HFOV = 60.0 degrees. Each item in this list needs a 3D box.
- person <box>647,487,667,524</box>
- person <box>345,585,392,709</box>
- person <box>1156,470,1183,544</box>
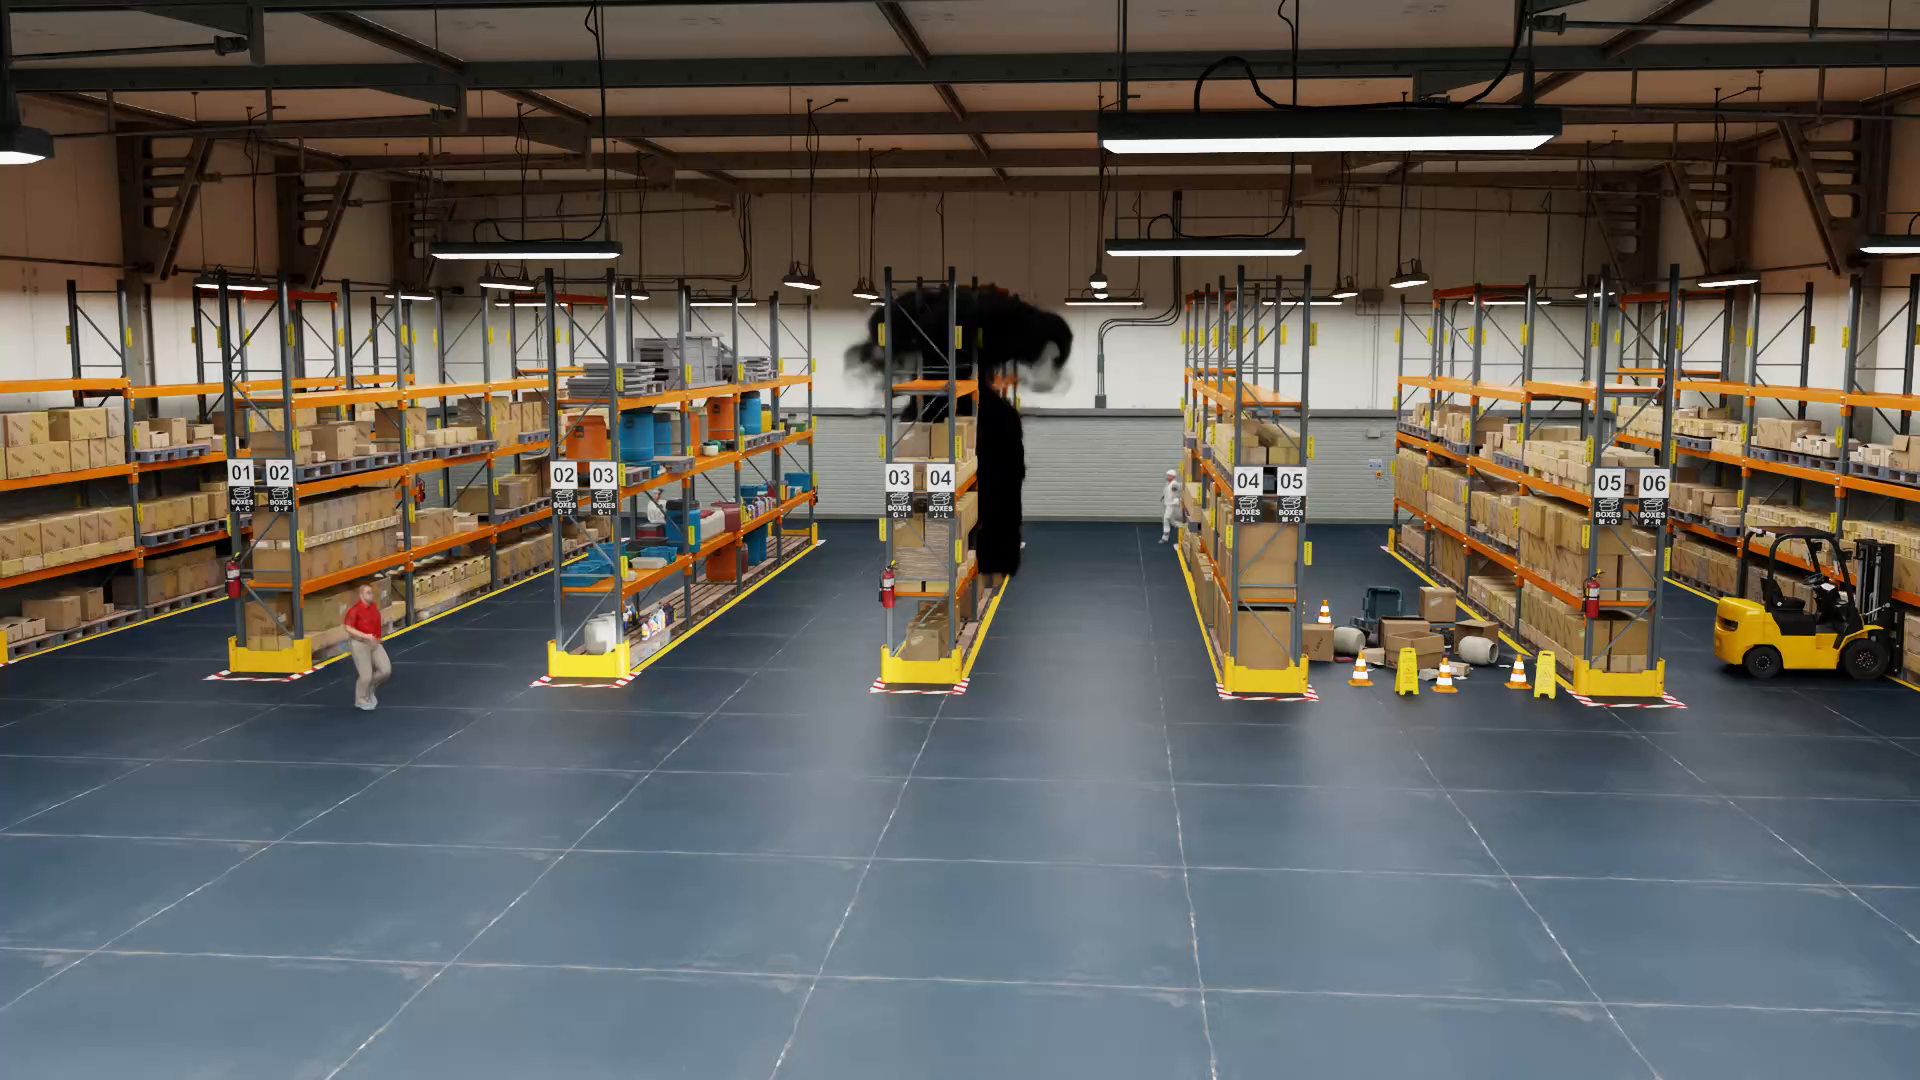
[{"bbox_3d":[-6.081,-0.213,33.651,0.592,1.741,0.805,0,7,3],"label":"person"},{"bbox_3d":[-7.954,1.446,22.417,0.589,1.695,0.665,3,8,25],"label":"person"},{"bbox_3d":[5.197,-0.818,40.636,0.916,1.800,0.716,-2,7,-17],"label":"person"}]
